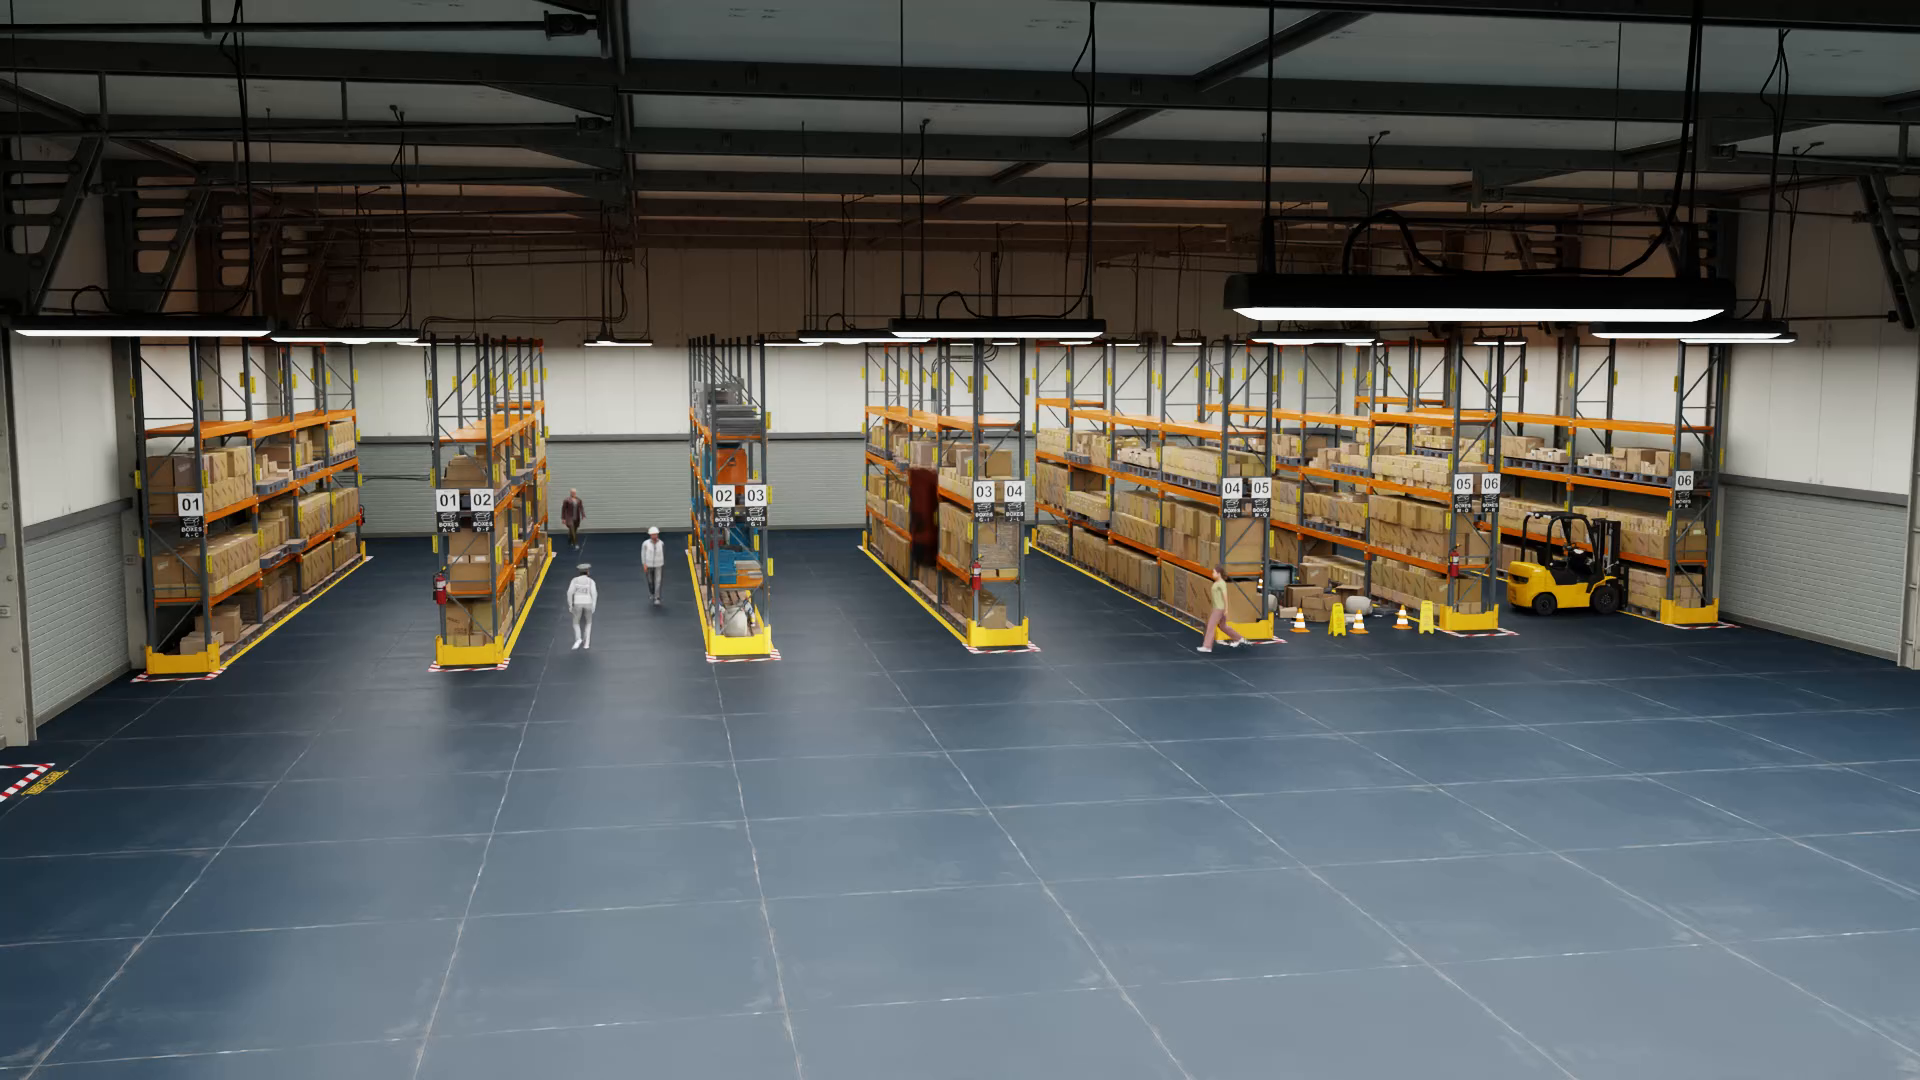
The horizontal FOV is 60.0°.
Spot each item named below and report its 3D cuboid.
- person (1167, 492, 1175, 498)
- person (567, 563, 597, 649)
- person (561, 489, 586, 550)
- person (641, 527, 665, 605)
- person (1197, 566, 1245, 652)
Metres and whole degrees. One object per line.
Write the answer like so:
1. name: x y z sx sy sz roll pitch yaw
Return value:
1. person: 5.970 -0.498 46.594 0.467 1.785 0.609 5 8 36
2. person: -7.231 1.281 31.841 0.571 1.618 0.655 -1 7 -11
3. person: -11.073 -0.620 47.656 0.624 1.704 1.164 -5 8 -37
4. person: -6.913 0.564 37.446 0.525 1.713 1.069 -1 7 -7
5. person: 4.960 1.304 31.490 1.002 1.626 0.448 -1 7 -11
